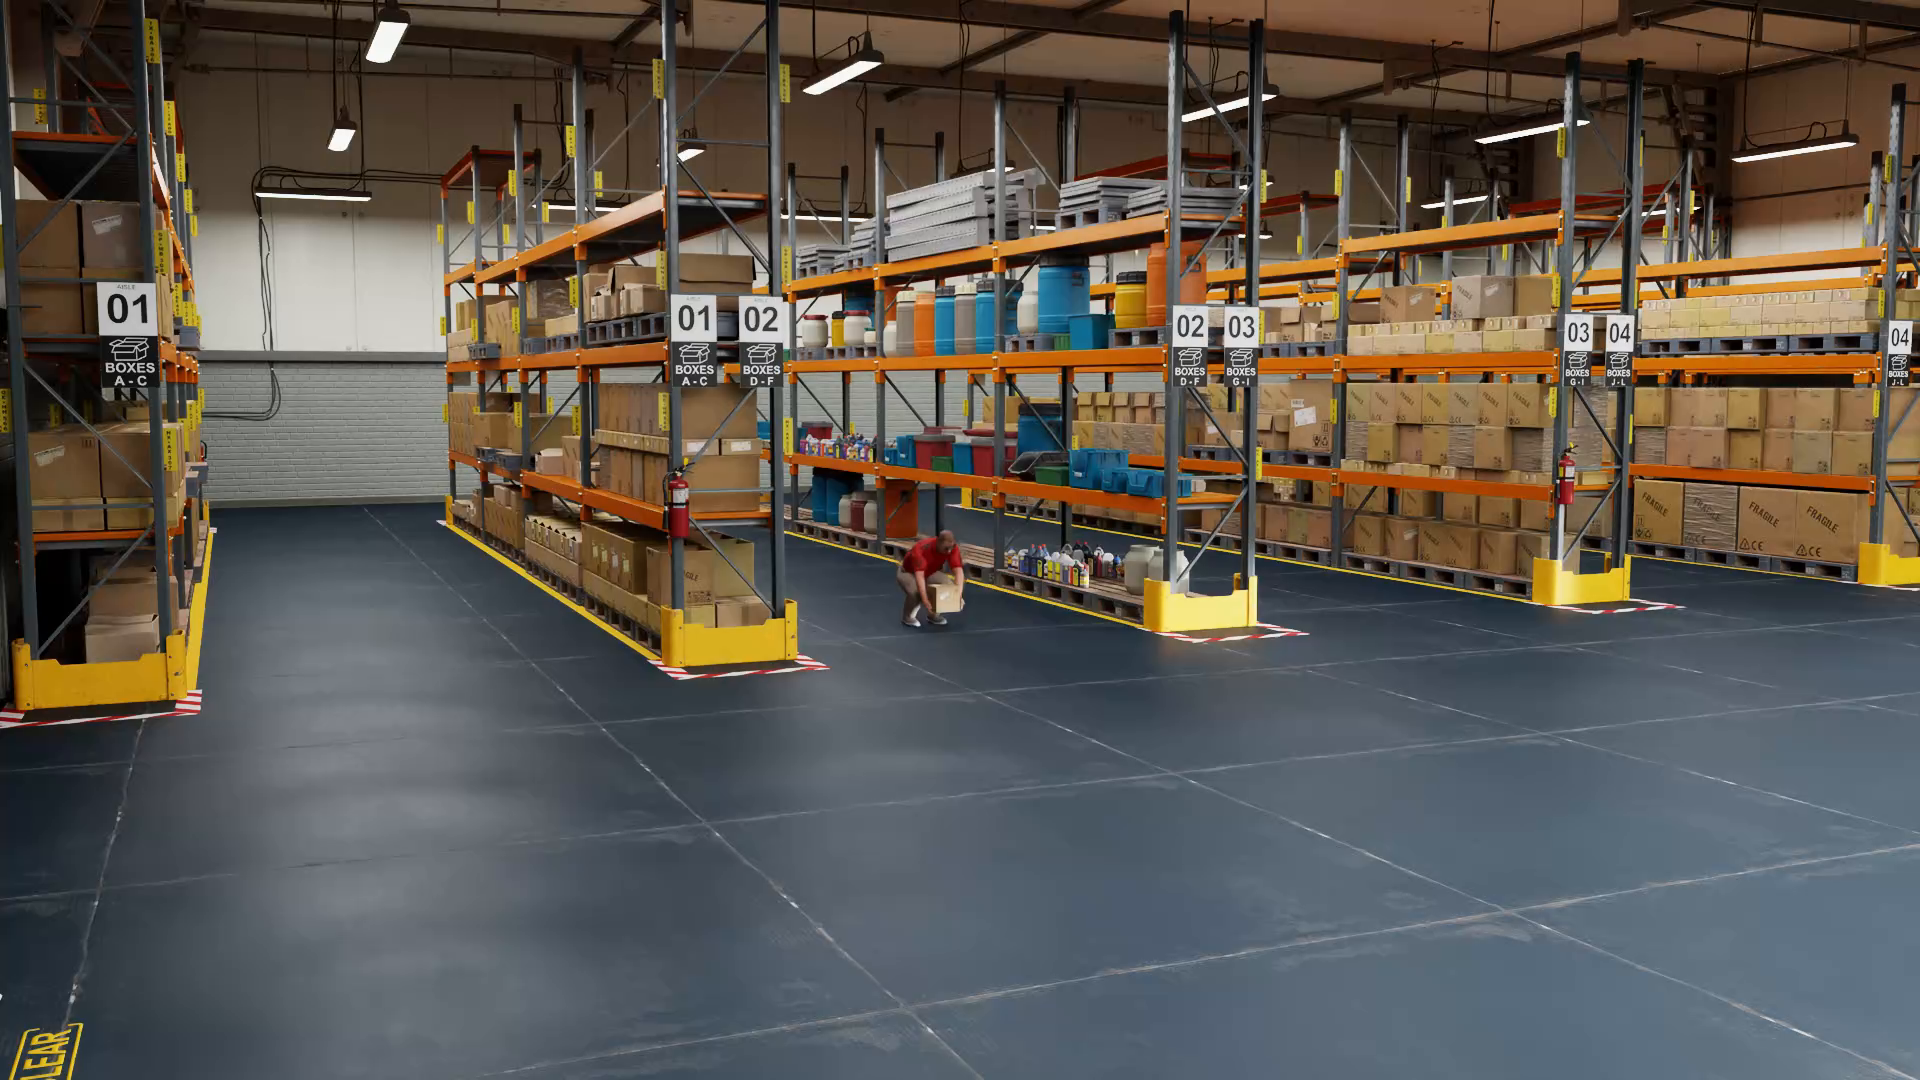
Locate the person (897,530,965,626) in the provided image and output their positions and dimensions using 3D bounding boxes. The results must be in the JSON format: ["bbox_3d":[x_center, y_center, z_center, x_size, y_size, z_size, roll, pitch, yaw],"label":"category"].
[{"bbox_3d":[-0.289,0.373,16.802,0.566,1.001,0.883,-2,6,-24],"label":"person"}]
